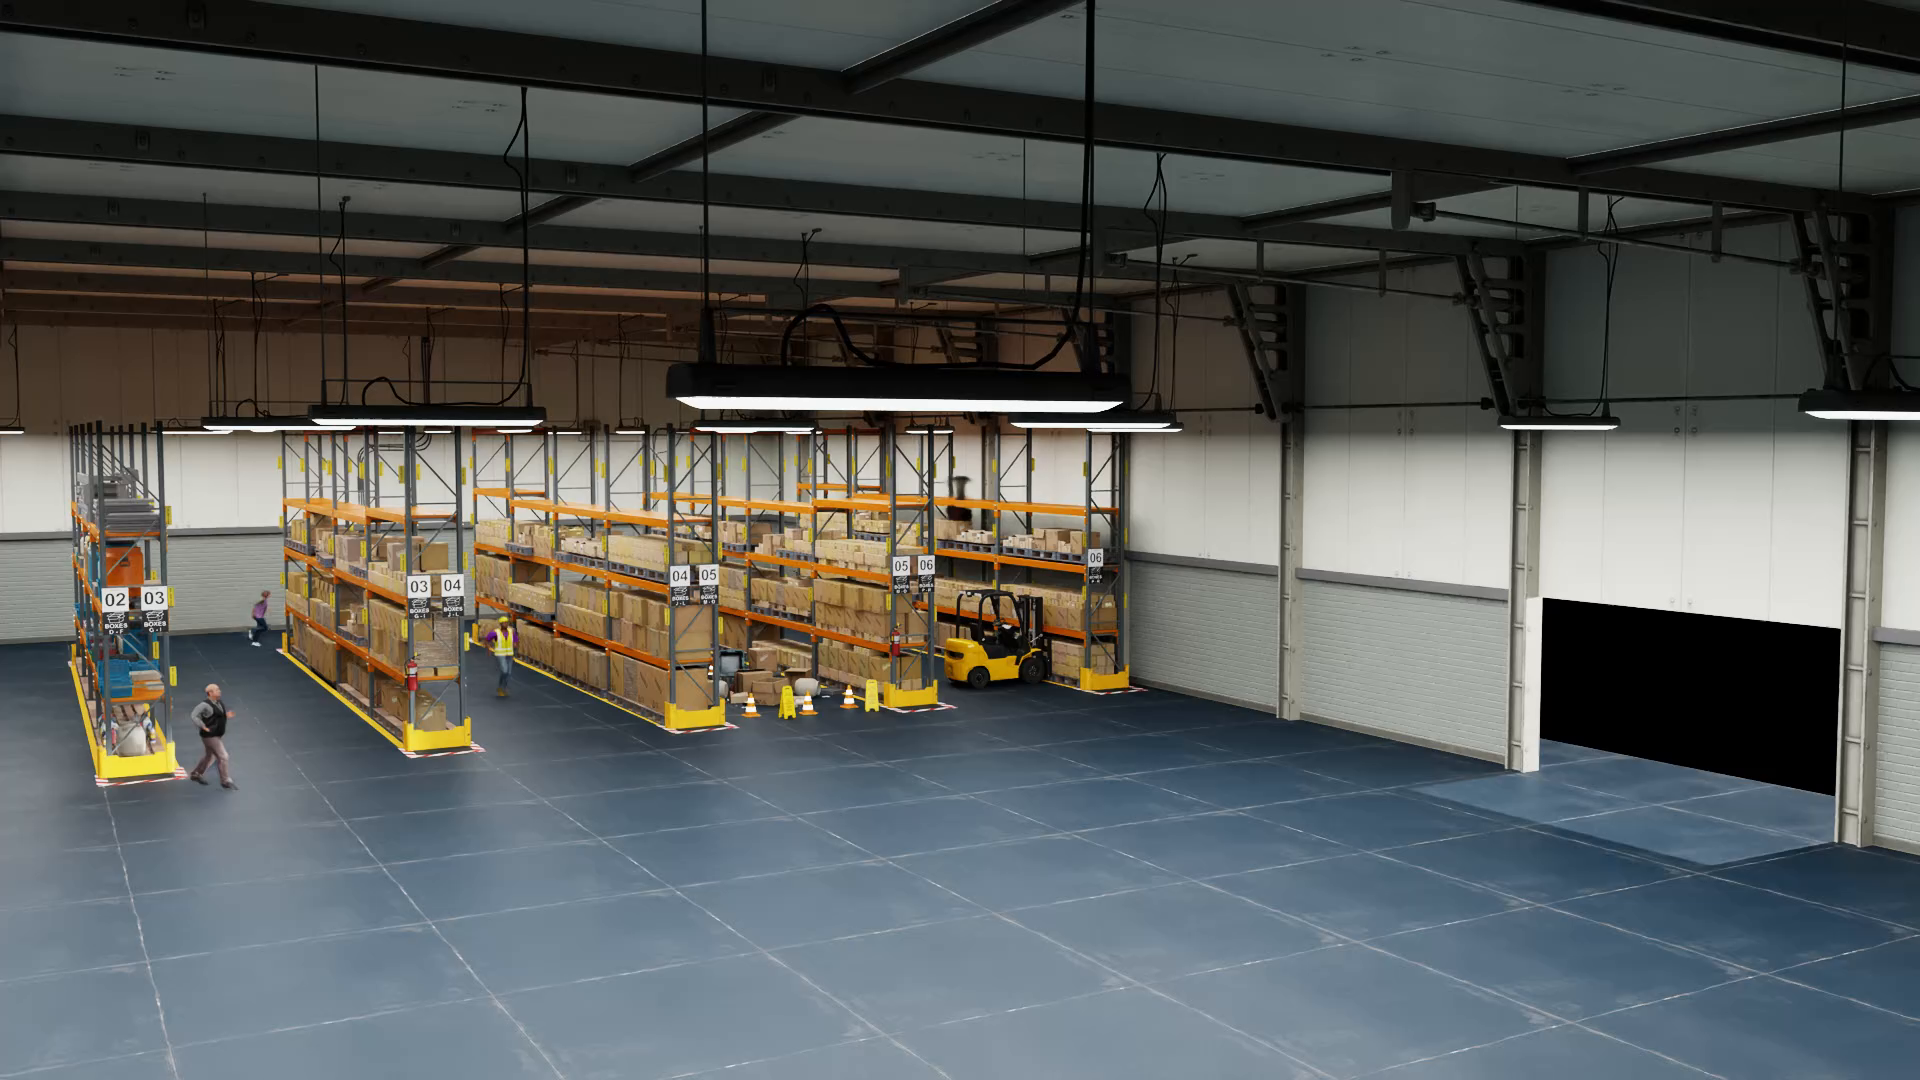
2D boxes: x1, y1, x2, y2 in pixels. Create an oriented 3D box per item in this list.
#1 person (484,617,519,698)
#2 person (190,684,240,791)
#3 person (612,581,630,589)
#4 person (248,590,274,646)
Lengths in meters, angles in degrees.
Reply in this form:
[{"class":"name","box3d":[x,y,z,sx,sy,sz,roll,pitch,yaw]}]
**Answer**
[{"class":"person","box3d":[-10.044,2.581,36.632,0.693,1.789,0.721,-3,5,-40]},{"class":"person","box3d":[-12.104,3.205,26.872,0.815,1.771,0.664,0,4,-4]},{"class":"person","box3d":[-10.309,1.745,50.350,0.998,1.750,0.704,-3,5,-42]},{"class":"person","box3d":[-19.247,2.146,45.794,0.660,1.529,0.527,-1,4,-19]}]
